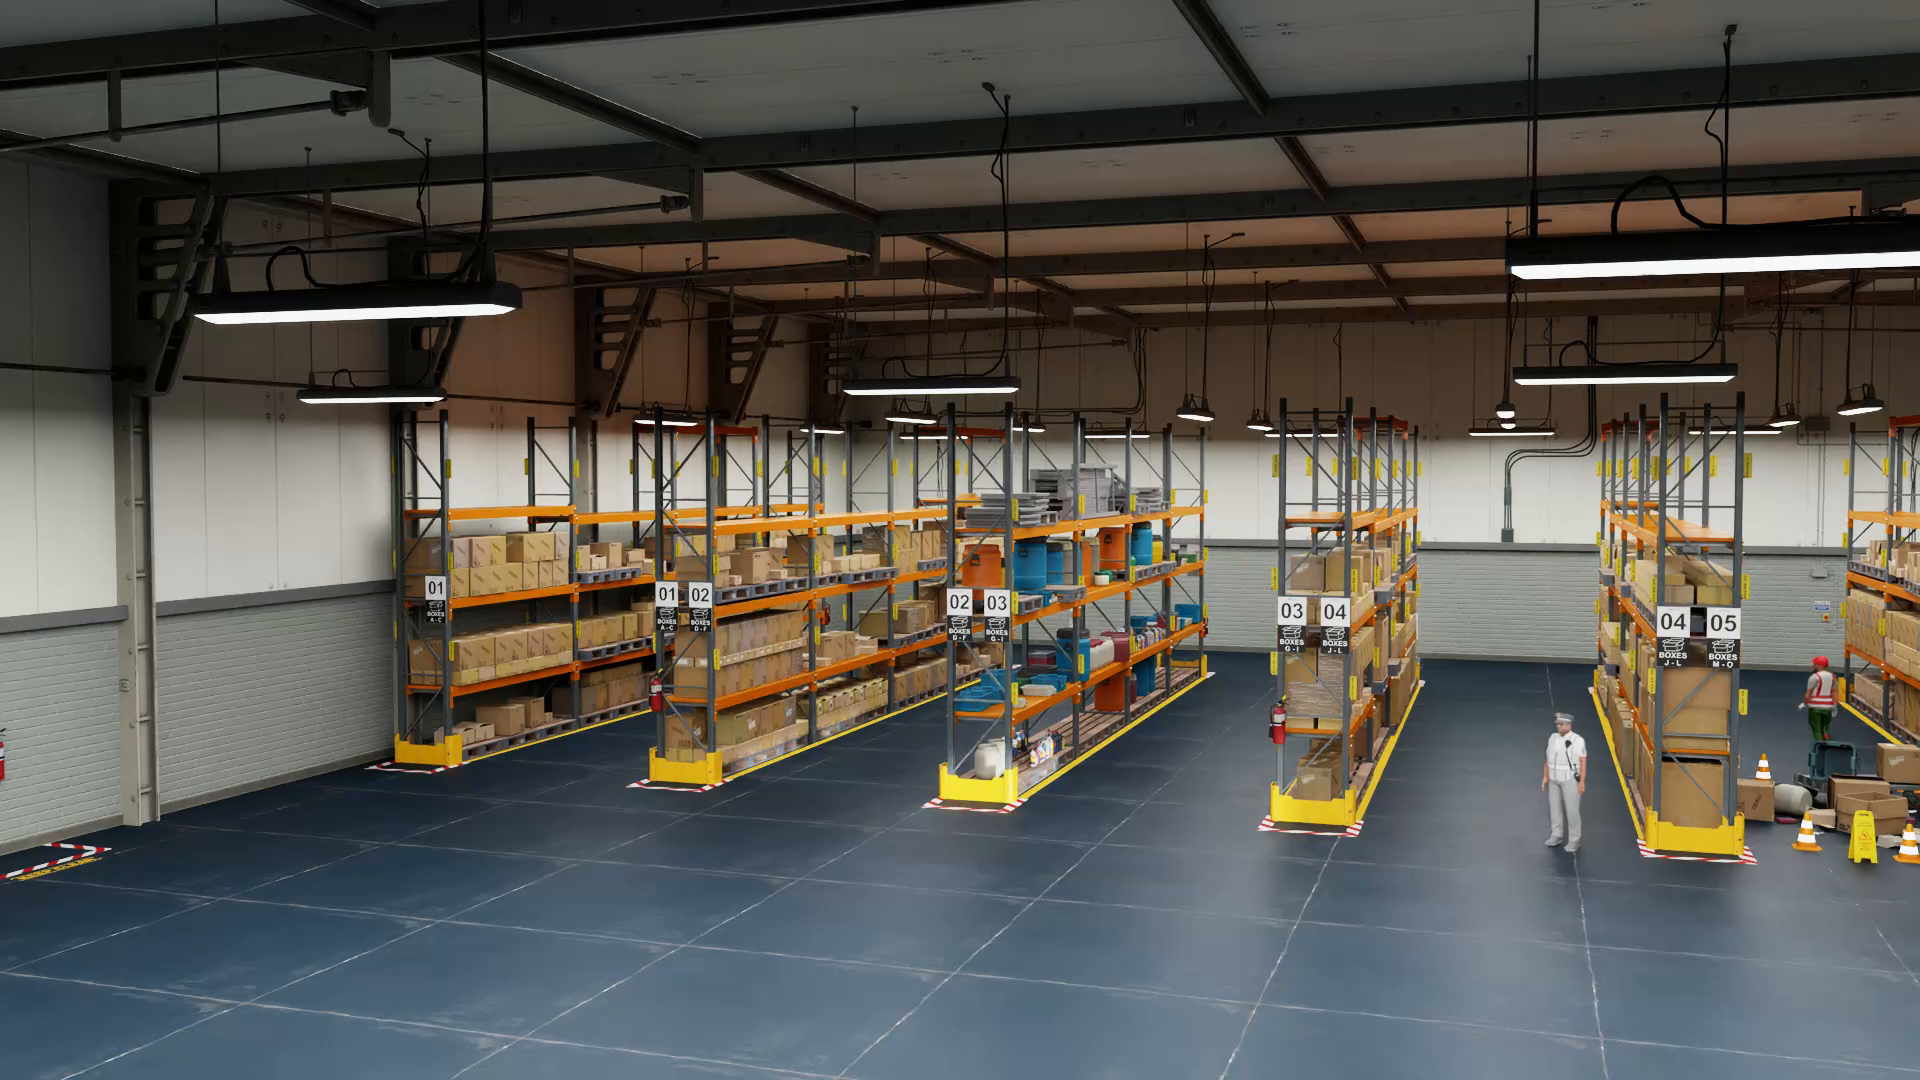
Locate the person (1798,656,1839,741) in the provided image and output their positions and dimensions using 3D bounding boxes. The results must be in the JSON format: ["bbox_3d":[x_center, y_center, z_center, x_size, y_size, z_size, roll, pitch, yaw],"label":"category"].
[{"bbox_3d":[14.689,2.884,28.414,0.608,1.822,0.542,0,2,8],"label":"person"}]

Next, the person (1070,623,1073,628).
[{"bbox_3d":[2.672,2.468,38.711,0.460,1.802,0.577,0,2,-11],"label":"person"}]

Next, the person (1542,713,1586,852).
[{"bbox_3d":[7.979,3.178,22.000,0.413,1.792,0.567,-2,3,-33],"label":"person"}]

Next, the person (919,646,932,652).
[{"bbox_3d":[-0.991,2.347,42.992,0.710,1.604,0.500,0,2,-2],"label":"person"}]
